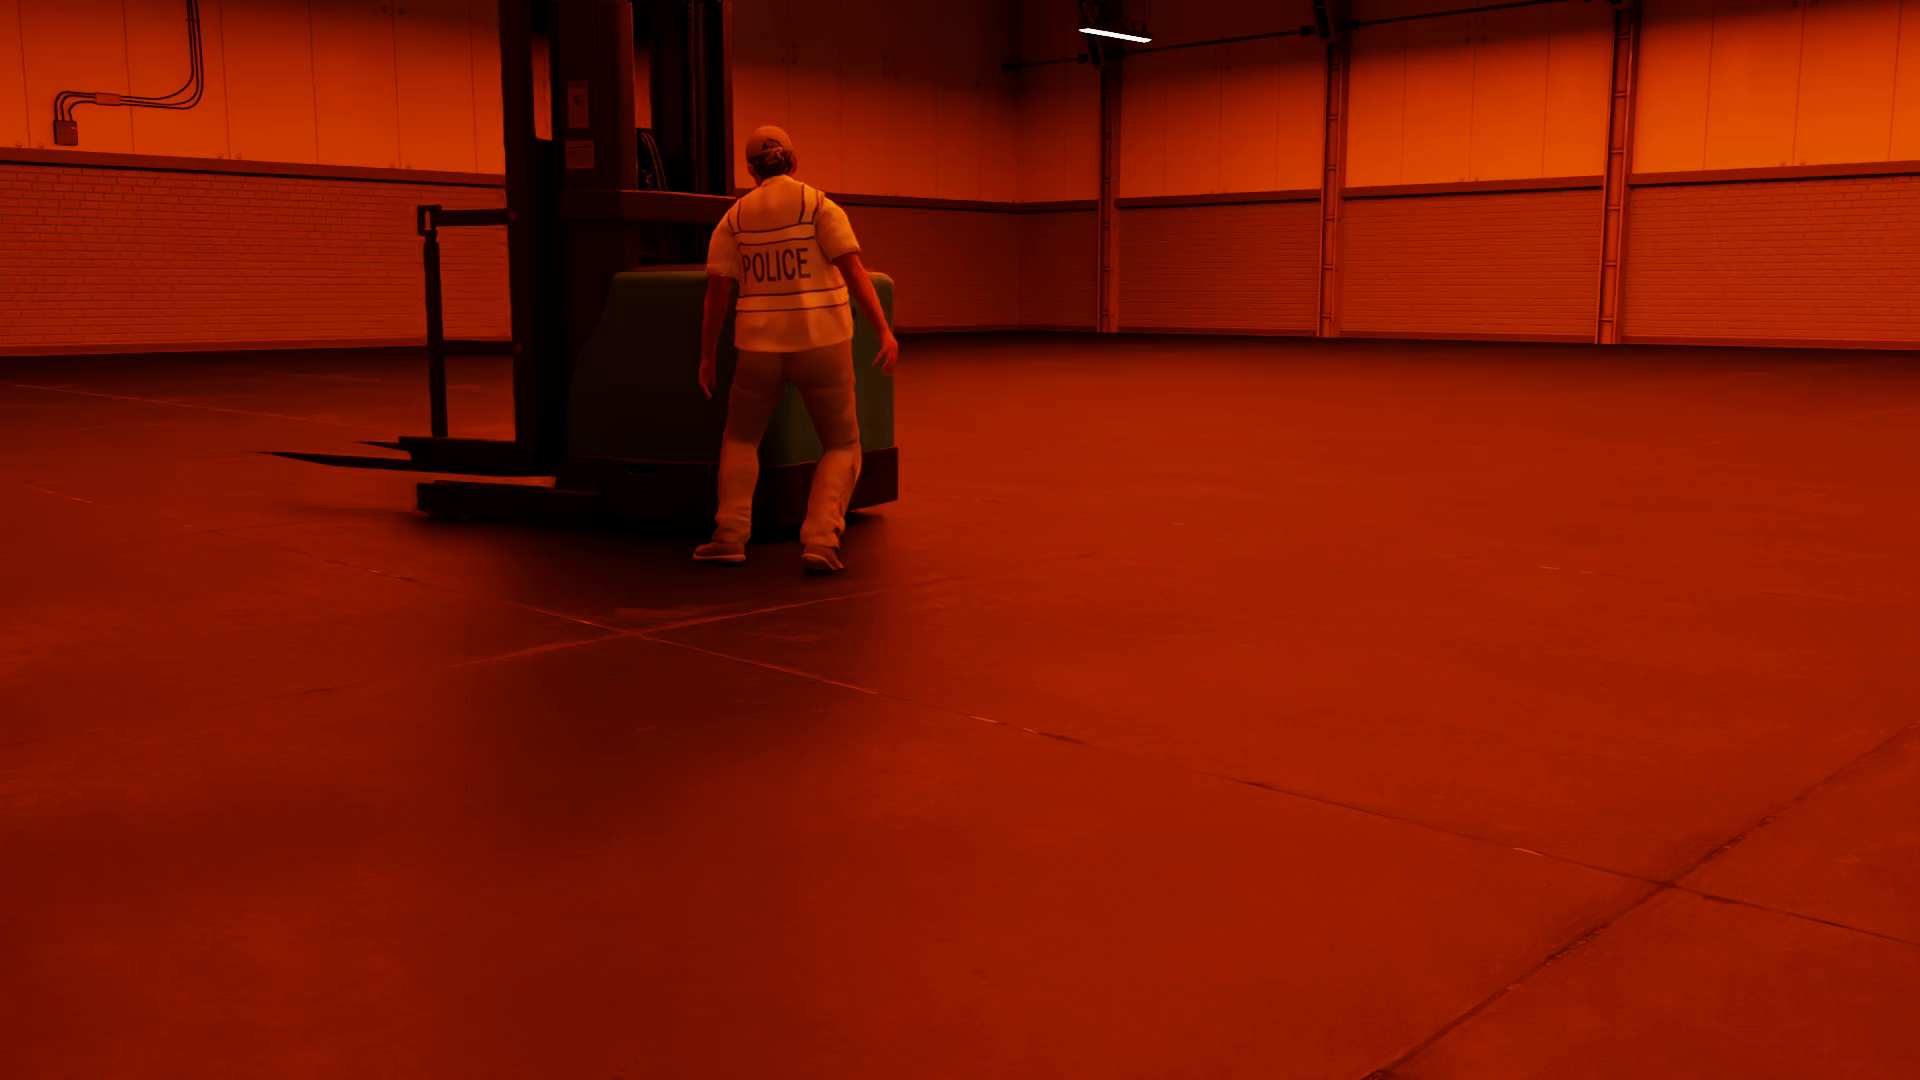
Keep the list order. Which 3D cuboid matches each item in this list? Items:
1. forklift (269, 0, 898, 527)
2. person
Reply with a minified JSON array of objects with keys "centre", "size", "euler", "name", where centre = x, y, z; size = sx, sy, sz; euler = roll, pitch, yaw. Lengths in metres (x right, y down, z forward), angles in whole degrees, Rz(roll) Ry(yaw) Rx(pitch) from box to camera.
[{"centre":[-1.831,-1.596,7.474],"size":[3.031,2.935,1.130],"euler":[4,10,26],"name":"forklift"},{"centre":[-0.613,-0.680,6.020],"size":[0.841,1.628,0.511],"euler":[3,9,16],"name":"person"}]
